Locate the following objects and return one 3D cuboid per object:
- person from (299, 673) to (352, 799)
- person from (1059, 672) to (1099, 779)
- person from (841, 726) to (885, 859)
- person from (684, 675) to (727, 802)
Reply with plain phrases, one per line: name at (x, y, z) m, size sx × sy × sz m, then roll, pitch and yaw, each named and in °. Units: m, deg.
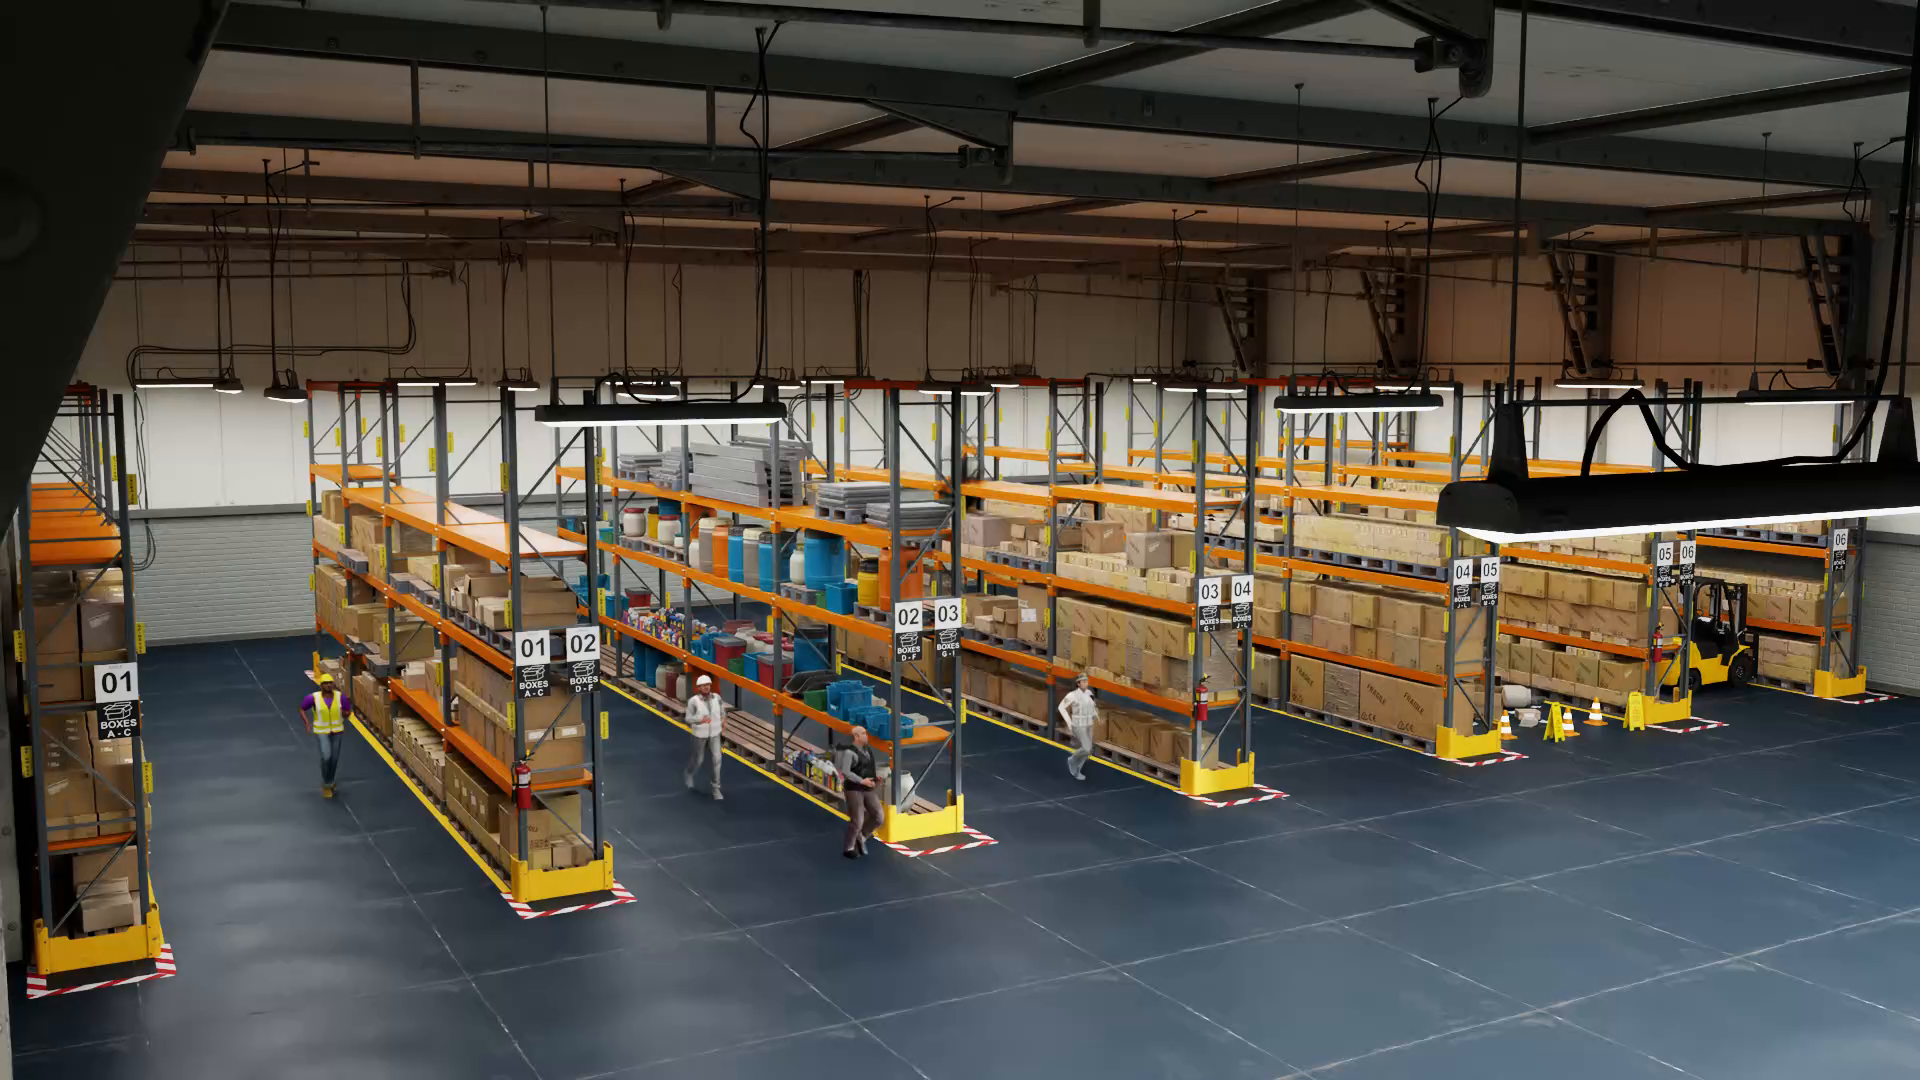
person at (-9.278, 2.864, 24.431) m, size 0.675 × 1.830 × 0.722 m, roll -4°, pitch 7°, yaw -36°
person at (1.880, 2.824, 25.197) m, size 0.599 × 1.657 × 0.562 m, roll -5°, pitch 8°, yaw -37°
person at (-1.230, 3.229, 21.312) m, size 0.560 × 1.692 × 0.700 m, roll 4°, pitch 7°, yaw 34°
person at (-3.740, 2.859, 24.379) m, size 0.665 × 1.808 × 0.945 m, roll -3°, pitch 7°, yaw -26°
